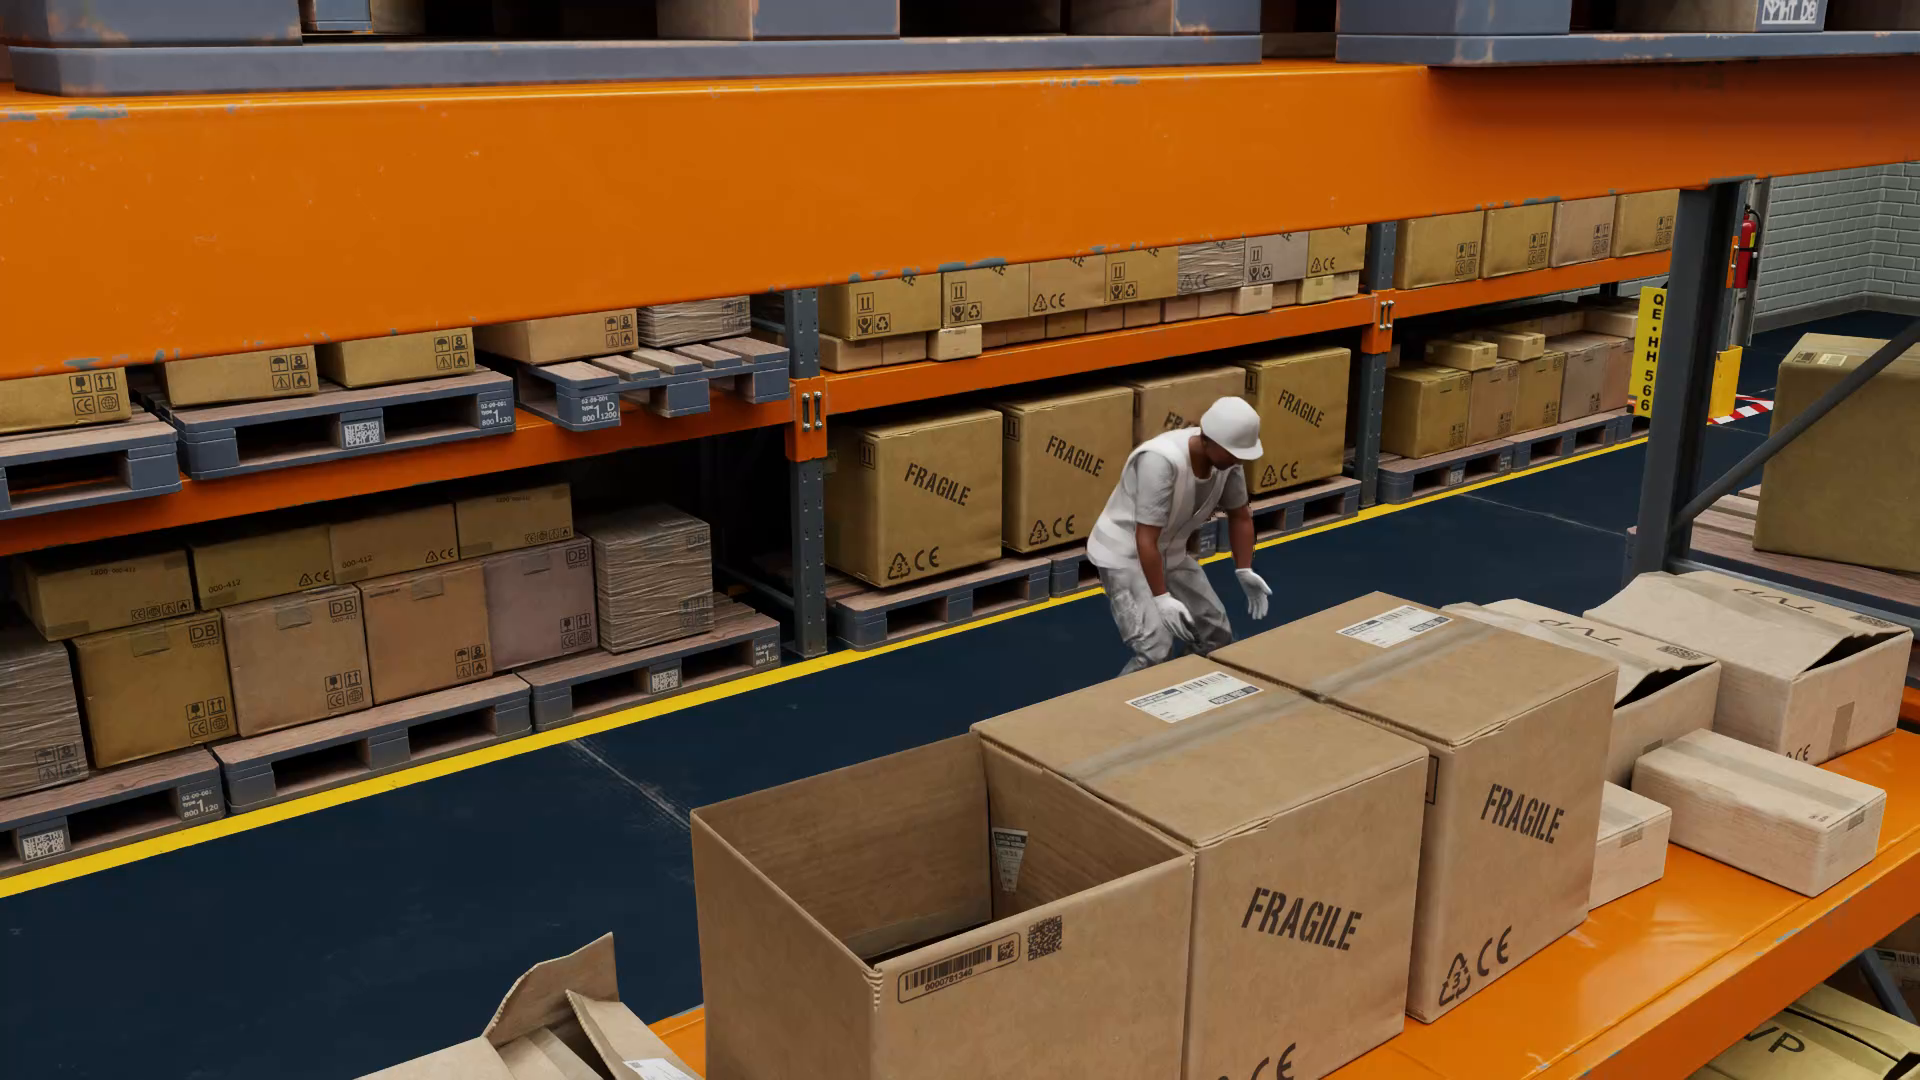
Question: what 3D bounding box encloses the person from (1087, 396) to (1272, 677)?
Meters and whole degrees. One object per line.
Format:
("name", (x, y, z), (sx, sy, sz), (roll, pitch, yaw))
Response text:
("person", (0.871, 0.123, 6.600), (0.610, 1.498, 0.710), (-13, 22, -36))
